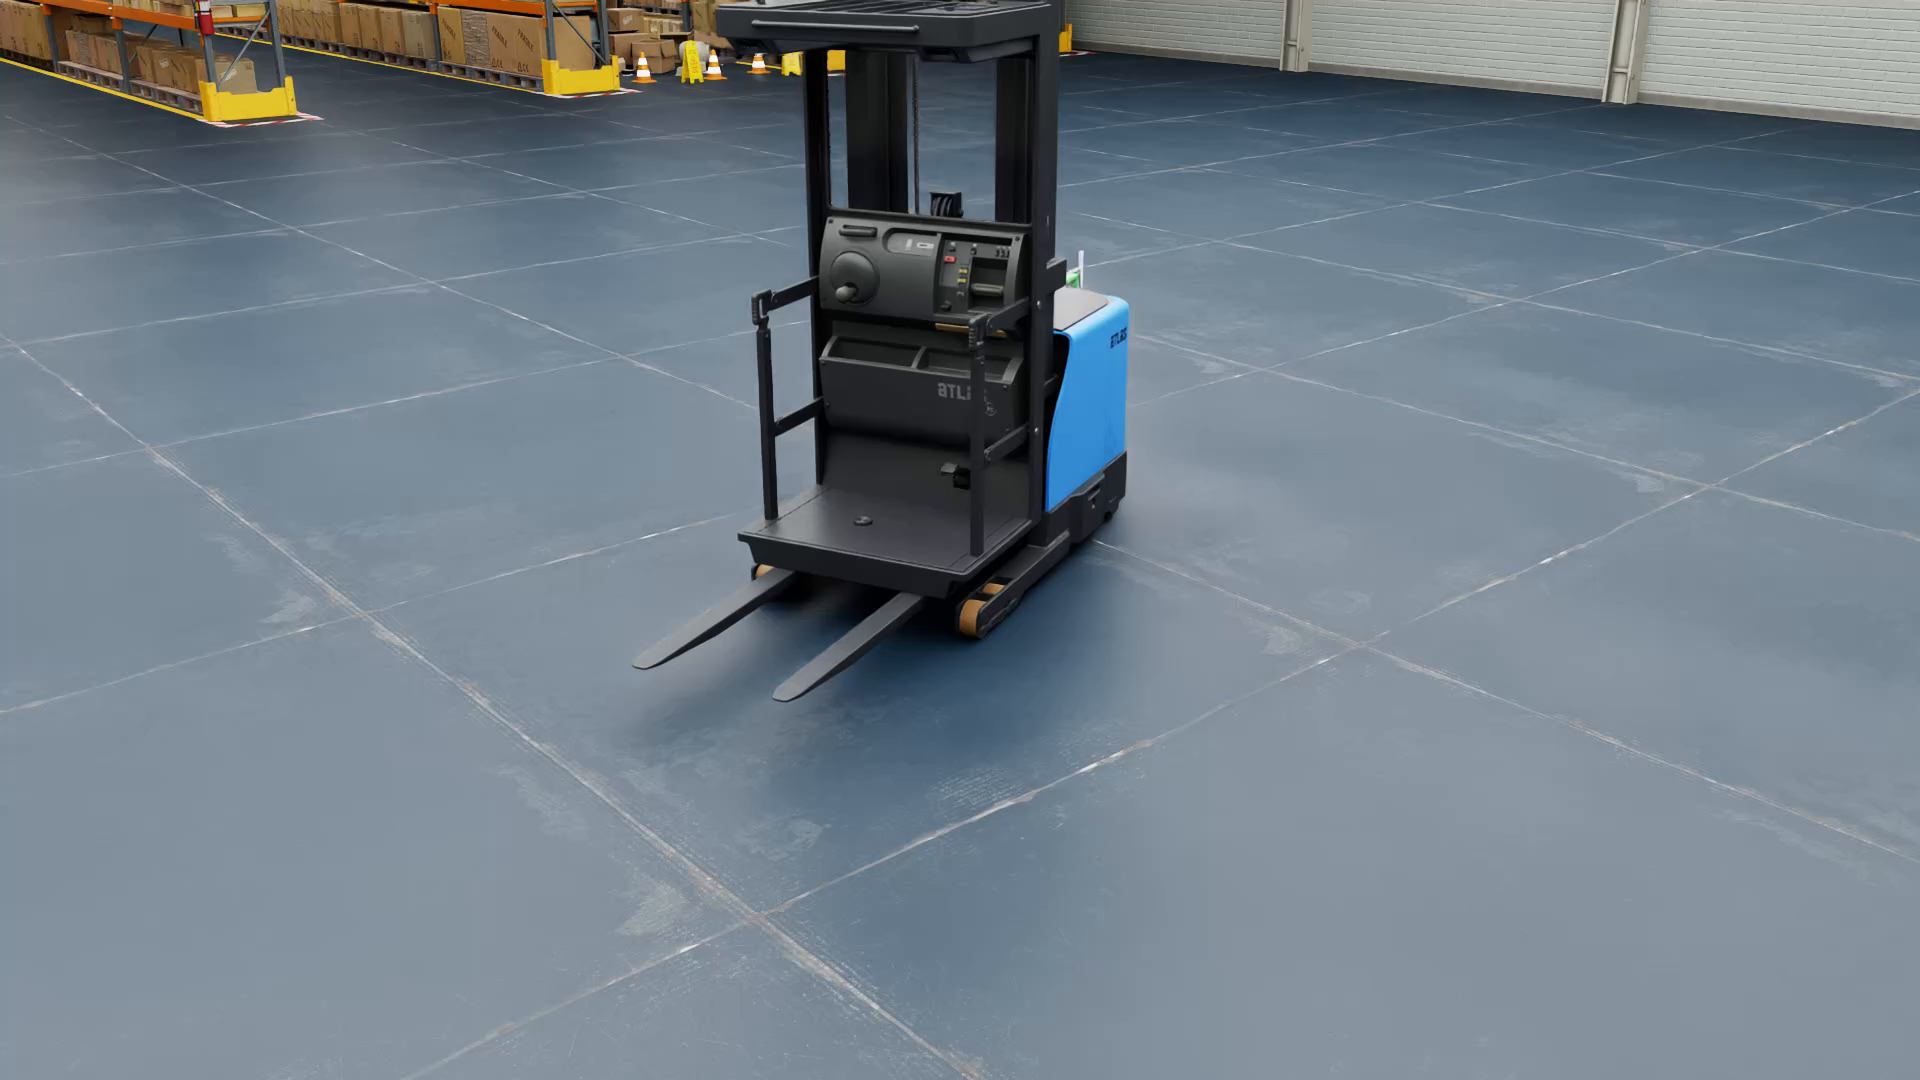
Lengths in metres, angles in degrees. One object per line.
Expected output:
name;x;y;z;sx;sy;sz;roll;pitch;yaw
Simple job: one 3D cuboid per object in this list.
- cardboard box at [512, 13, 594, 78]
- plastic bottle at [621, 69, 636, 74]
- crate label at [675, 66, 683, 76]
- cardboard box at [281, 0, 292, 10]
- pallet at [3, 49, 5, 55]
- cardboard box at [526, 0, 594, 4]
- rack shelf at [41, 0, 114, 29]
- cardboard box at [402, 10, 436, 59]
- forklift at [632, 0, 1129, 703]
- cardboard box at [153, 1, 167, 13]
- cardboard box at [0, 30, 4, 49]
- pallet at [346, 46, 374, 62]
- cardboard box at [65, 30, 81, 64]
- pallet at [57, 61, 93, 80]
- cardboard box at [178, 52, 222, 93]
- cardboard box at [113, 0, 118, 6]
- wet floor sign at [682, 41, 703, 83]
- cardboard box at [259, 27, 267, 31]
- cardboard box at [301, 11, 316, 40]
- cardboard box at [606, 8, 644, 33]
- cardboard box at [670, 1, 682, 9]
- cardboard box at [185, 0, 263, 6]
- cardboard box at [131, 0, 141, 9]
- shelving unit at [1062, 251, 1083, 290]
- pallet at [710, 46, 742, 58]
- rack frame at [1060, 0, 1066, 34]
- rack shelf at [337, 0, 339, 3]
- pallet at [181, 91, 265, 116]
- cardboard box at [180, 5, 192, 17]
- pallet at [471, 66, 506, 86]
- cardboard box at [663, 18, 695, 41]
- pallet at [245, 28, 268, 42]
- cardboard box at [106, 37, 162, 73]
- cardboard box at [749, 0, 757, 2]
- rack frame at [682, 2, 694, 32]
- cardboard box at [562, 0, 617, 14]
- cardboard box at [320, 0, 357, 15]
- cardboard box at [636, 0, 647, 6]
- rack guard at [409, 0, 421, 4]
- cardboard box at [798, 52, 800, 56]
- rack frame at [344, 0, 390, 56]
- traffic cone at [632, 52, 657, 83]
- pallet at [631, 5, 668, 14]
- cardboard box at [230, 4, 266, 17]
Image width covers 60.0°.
cardboard box;-6.336;-7.710;25.892;0.875;0.875;0.875;-17;27;-37
plastic bottle;-5.630;-7.913;28.105;0.283;0.061;0.133;12;24;27
crate label;-4.596;-7.861;27.867;0.298;0.136;0.250;7;23;18
cardboard box;-13.044;-10.614;32.795;0.500;0.250;0.500;-17;27;-36
pallet;-17.937;-9.425;31.757;1.003;0.211;1.213;-17;27;-37
cardboard box;-6.120;-8.493;25.350;0.875;0.550;0.550;-17;27;-37
rack shelf;-13.583;-8.502;26.564;1.077;0.370;4.000;-17;27;-37
cardboard box;-8.927;-8.735;28.682;1.050;0.750;0.750;-18;27;-38
forklift;-0.262;-1.134;6.859;1.130;2.935;3.031;10;23;24
cardboard box;-11.068;-7.481;23.316;0.380;0.149;0.250;-17;27;-37
cardboard box;-17.067;-9.529;30.536;1.225;0.875;0.875;-17;27;-37
pallet;-10.607;-9.008;30.693;1.003;0.211;1.213;-17;27;-37
cardboard box;-14.436;-8.250;27.758;0.700;0.500;0.500;-19;28;-40
pallet;-14.380;-7.875;27.800;1.003;0.211;1.213;-17;27;-37
cardboard box;-10.872;-6.722;23.884;0.500;0.500;0.500;-14;26;-33
cardboard box;-12.365;-8.036;24.733;0.380;0.149;0.250;-17;27;-37
wet floor sign;-4.324;-7.699;26.756;0.232;0.644;0.267;17;27;36
cardboard box;-14.190;-10.543;34.121;0.380;0.149;0.250;-17;27;-37
cardboard box;-12.386;-9.980;32.203;0.500;0.500;0.500;-19;28;-40
cardboard box;-6.099;-9.400;30.260;0.500;0.500;0.500;-17;27;-37
cardboard box;-6.820;-12.988;40.365;0.380;0.149;0.250;-18;28;-39
cardboard box;-10.005;-7.523;22.532;0.875;0.500;0.500;-17;27;-37
cardboard box;-11.725;-7.756;24.017;0.380;0.149;0.250;-17;27;-37
shelving unit;0.340;-0.905;8.638;0.503;1.200;0.258;10;22;24
pallet;-4.305;-9.168;31.101;1.003;0.211;1.213;-17;27;-37
rack frame;1.599;-10.721;31.243;1.000;3.000;0.127;-17;27;-37
rack shelf;-12.371;-10.760;32.329;1.077;0.370;4.000;-17;27;-37
pallet;-10.220;-6.134;23.357;1.003;0.211;1.213;-17;27;-37
cardboard box;-10.374;-7.218;22.643;0.380;0.149;0.250;-17;27;-37
pallet;-7.216;-7.573;27.029;1.003;0.211;1.213;-17;27;-37
cardboard box;-5.114;-9.760;31.816;0.950;0.372;0.625;-17;27;-37
pallet;-14.141;-10.526;34.569;1.003;0.211;1.213;-17;27;-37
cardboard box;-12.959;-7.636;26.191;0.700;0.500;0.500;-18;27;-38
cardboard box;-3.502;-9.493;29.384;0.380;0.149;0.250;-16;27;-35
rack frame;-4.770;-10.643;31.045;1.000;3.000;0.127;-17;27;-37
cardboard box;-7.769;-11.165;34.715;0.875;0.875;0.875;-18;28;-38
cardboard box;-11.710;-10.049;31.352;0.500;0.250;0.500;-18;28;-39
cardboard box;-7.720;-13.566;41.359;0.500;0.500;0.500;-17;27;-36
rack guard;-12.619;-12.801;39.982;1.175;0.500;0.348;-17;27;-37
cardboard box;-2.906;-8.619;29.072;0.500;0.250;0.500;-18;27;-38
rack frame;-11.065;-10.542;30.787;1.000;3.000;0.127;-17;27;-37
traffic cone;-5.114;-7.635;26.844;0.336;0.463;0.334;-17;27;-37
pallet;-7.482;-13.265;41.562;1.003;0.211;1.213;-17;27;-37
cardboard box;-9.672;-7.197;22.592;0.380;0.149;0.250;-17;27;-37
